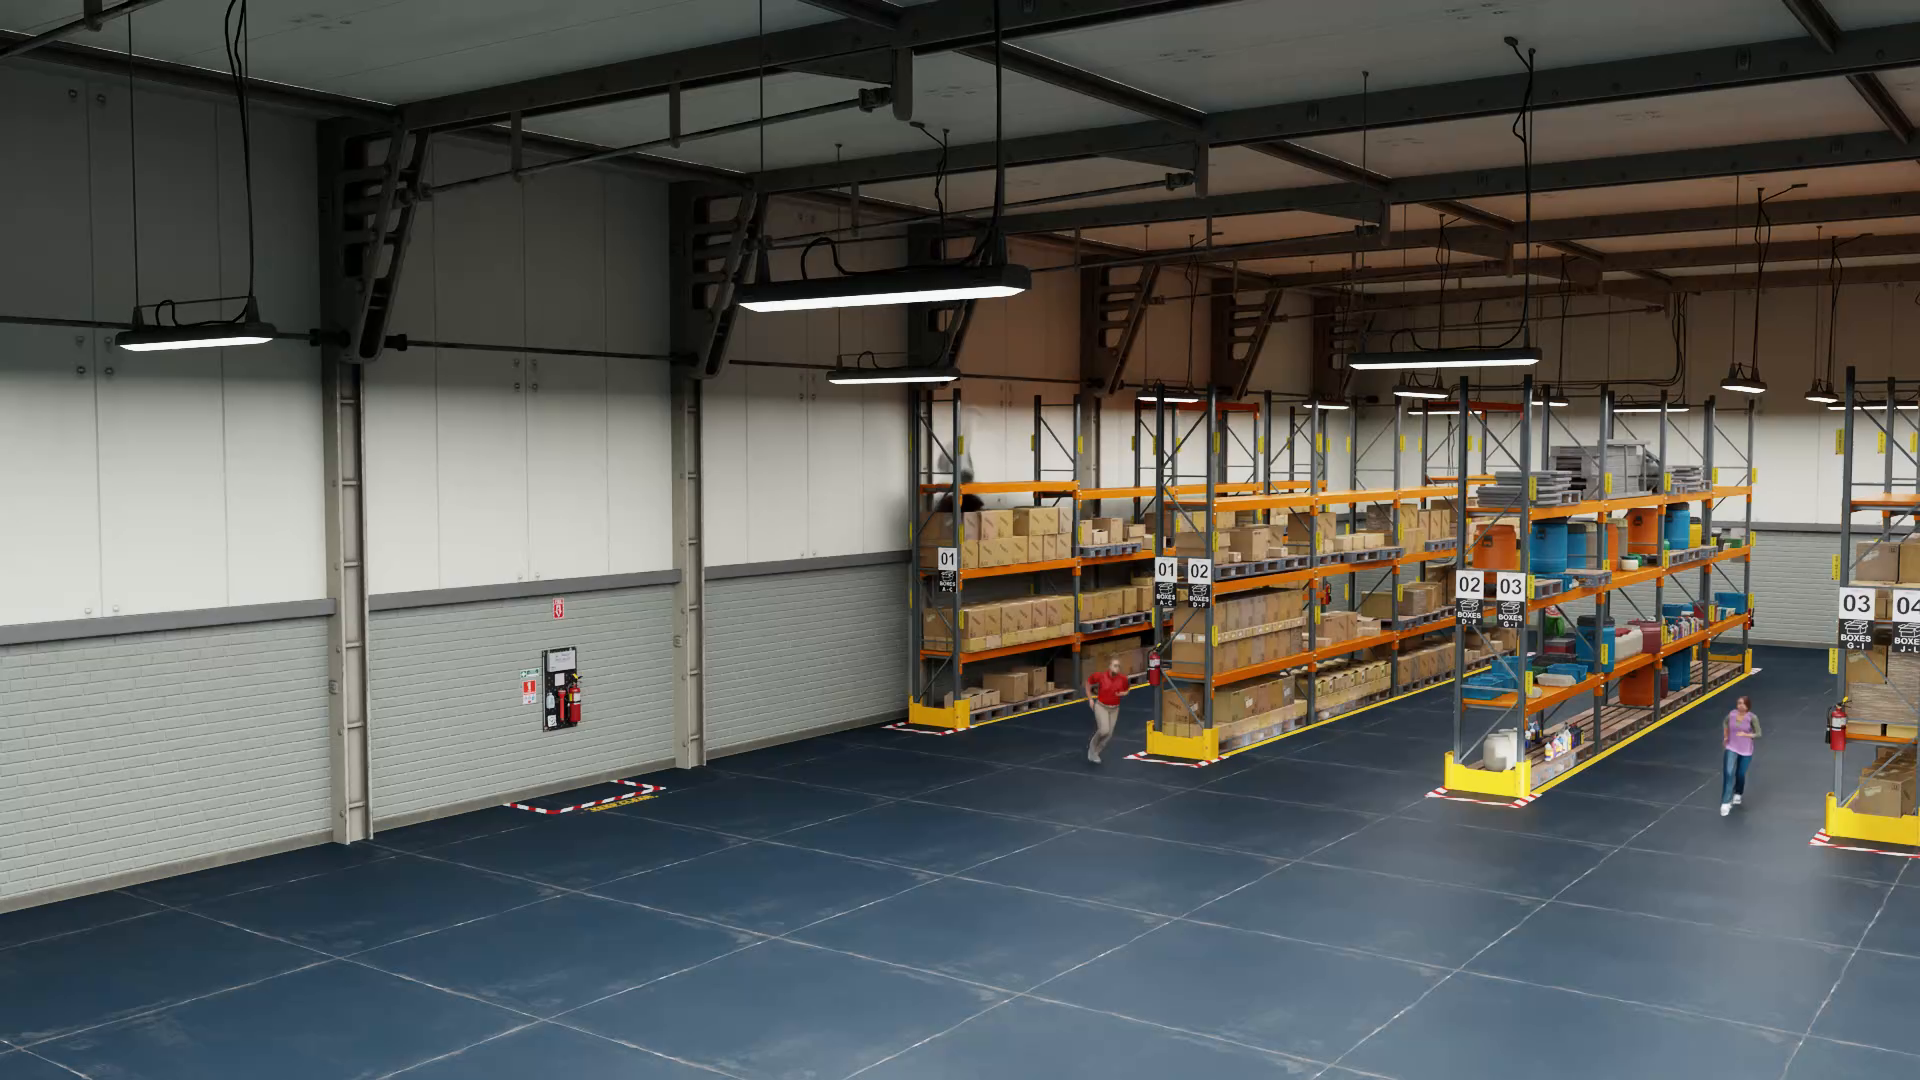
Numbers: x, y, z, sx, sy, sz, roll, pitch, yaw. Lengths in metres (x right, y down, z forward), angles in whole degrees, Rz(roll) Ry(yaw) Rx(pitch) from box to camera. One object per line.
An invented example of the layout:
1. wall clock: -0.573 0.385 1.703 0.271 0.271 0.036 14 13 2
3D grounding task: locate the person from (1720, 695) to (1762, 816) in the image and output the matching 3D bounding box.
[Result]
1. person: 10.631 2.900 22.629 0.526 1.605 0.849 2 4 33

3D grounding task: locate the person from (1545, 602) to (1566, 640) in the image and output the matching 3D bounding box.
1. person: 14.211 1.840 39.751 0.653 1.774 0.900 -1 3 -14

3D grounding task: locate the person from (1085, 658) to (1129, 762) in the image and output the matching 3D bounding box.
1. person: 2.335 2.673 26.159 0.625 1.651 0.686 -1 4 -24
